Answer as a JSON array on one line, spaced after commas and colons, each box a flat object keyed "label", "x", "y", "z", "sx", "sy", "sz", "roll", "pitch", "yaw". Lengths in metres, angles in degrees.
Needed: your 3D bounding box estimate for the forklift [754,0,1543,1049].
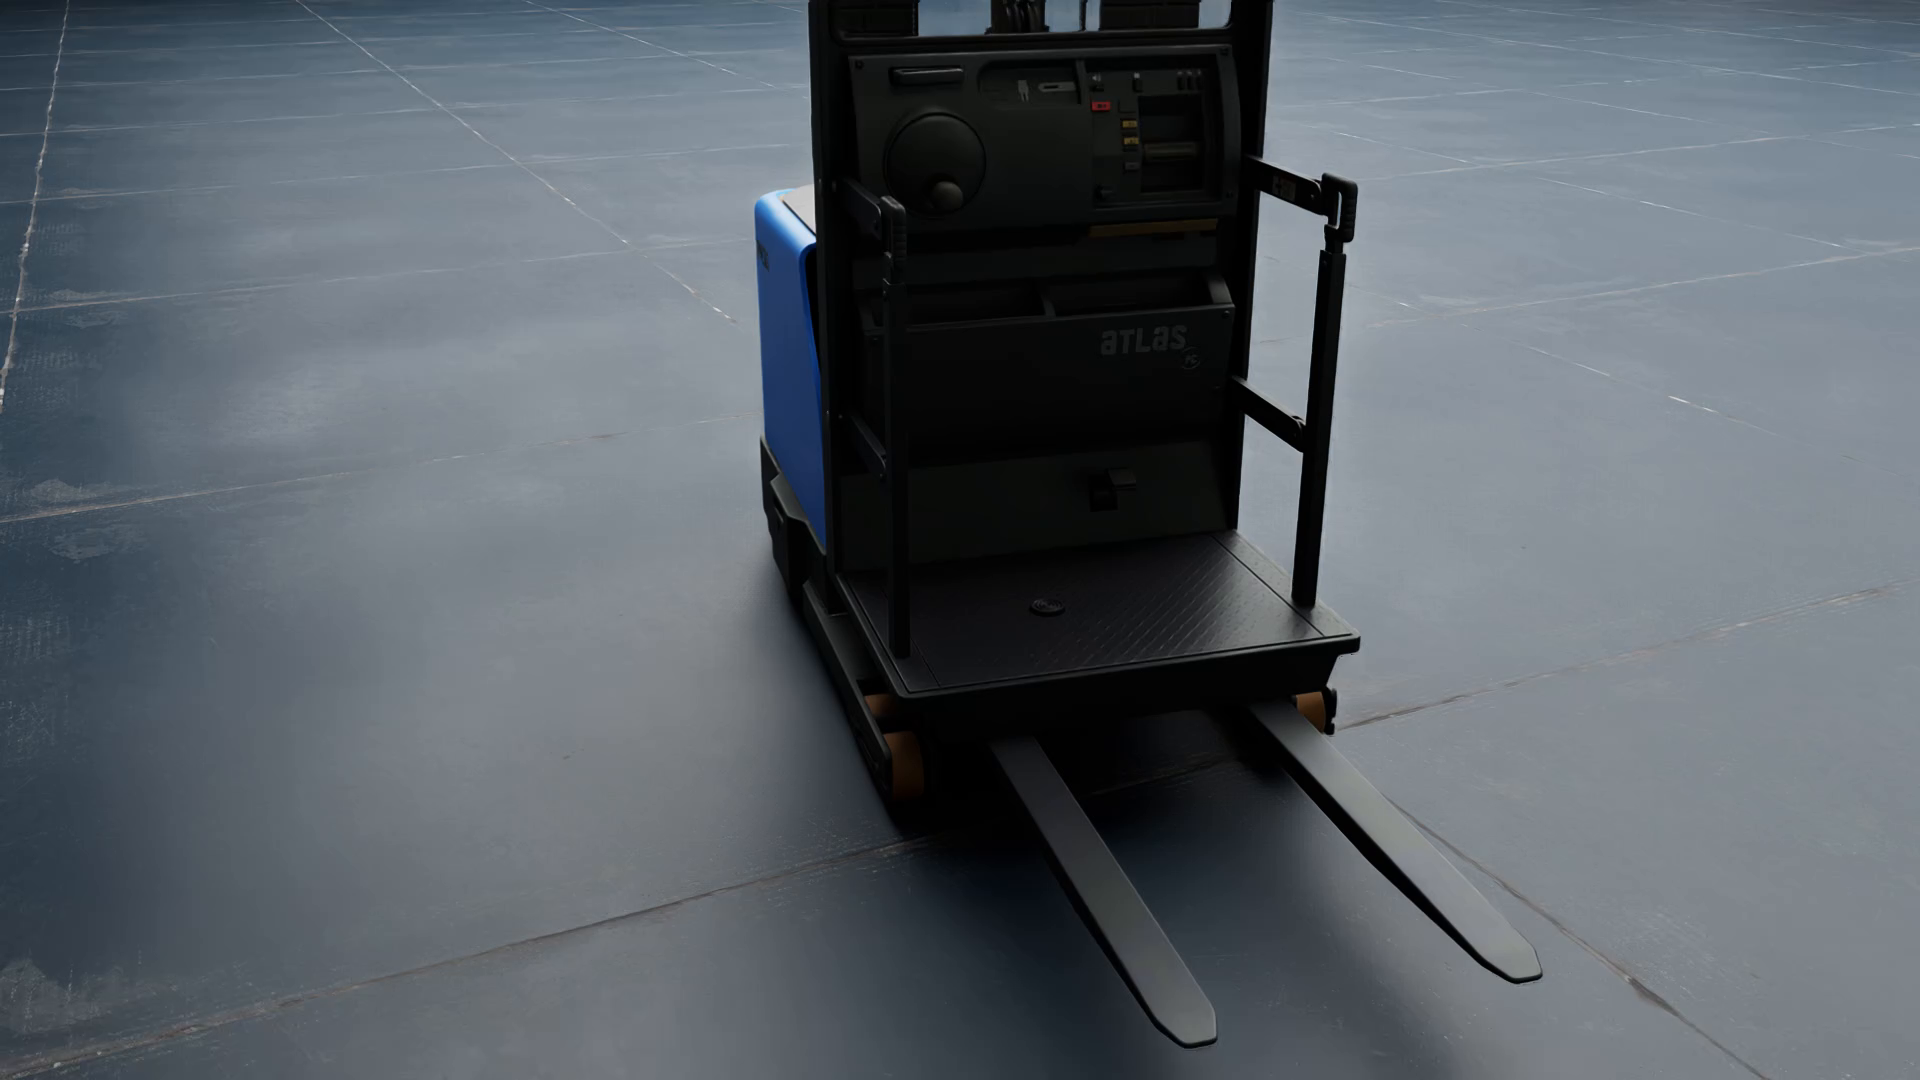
[{"label": "forklift", "x": 0.267, "y": -0.921, "z": 3.642, "sx": 1.130, "sy": 2.935, "sz": 3.031, "roll": -6, "pitch": 23, "yaw": -15}]
